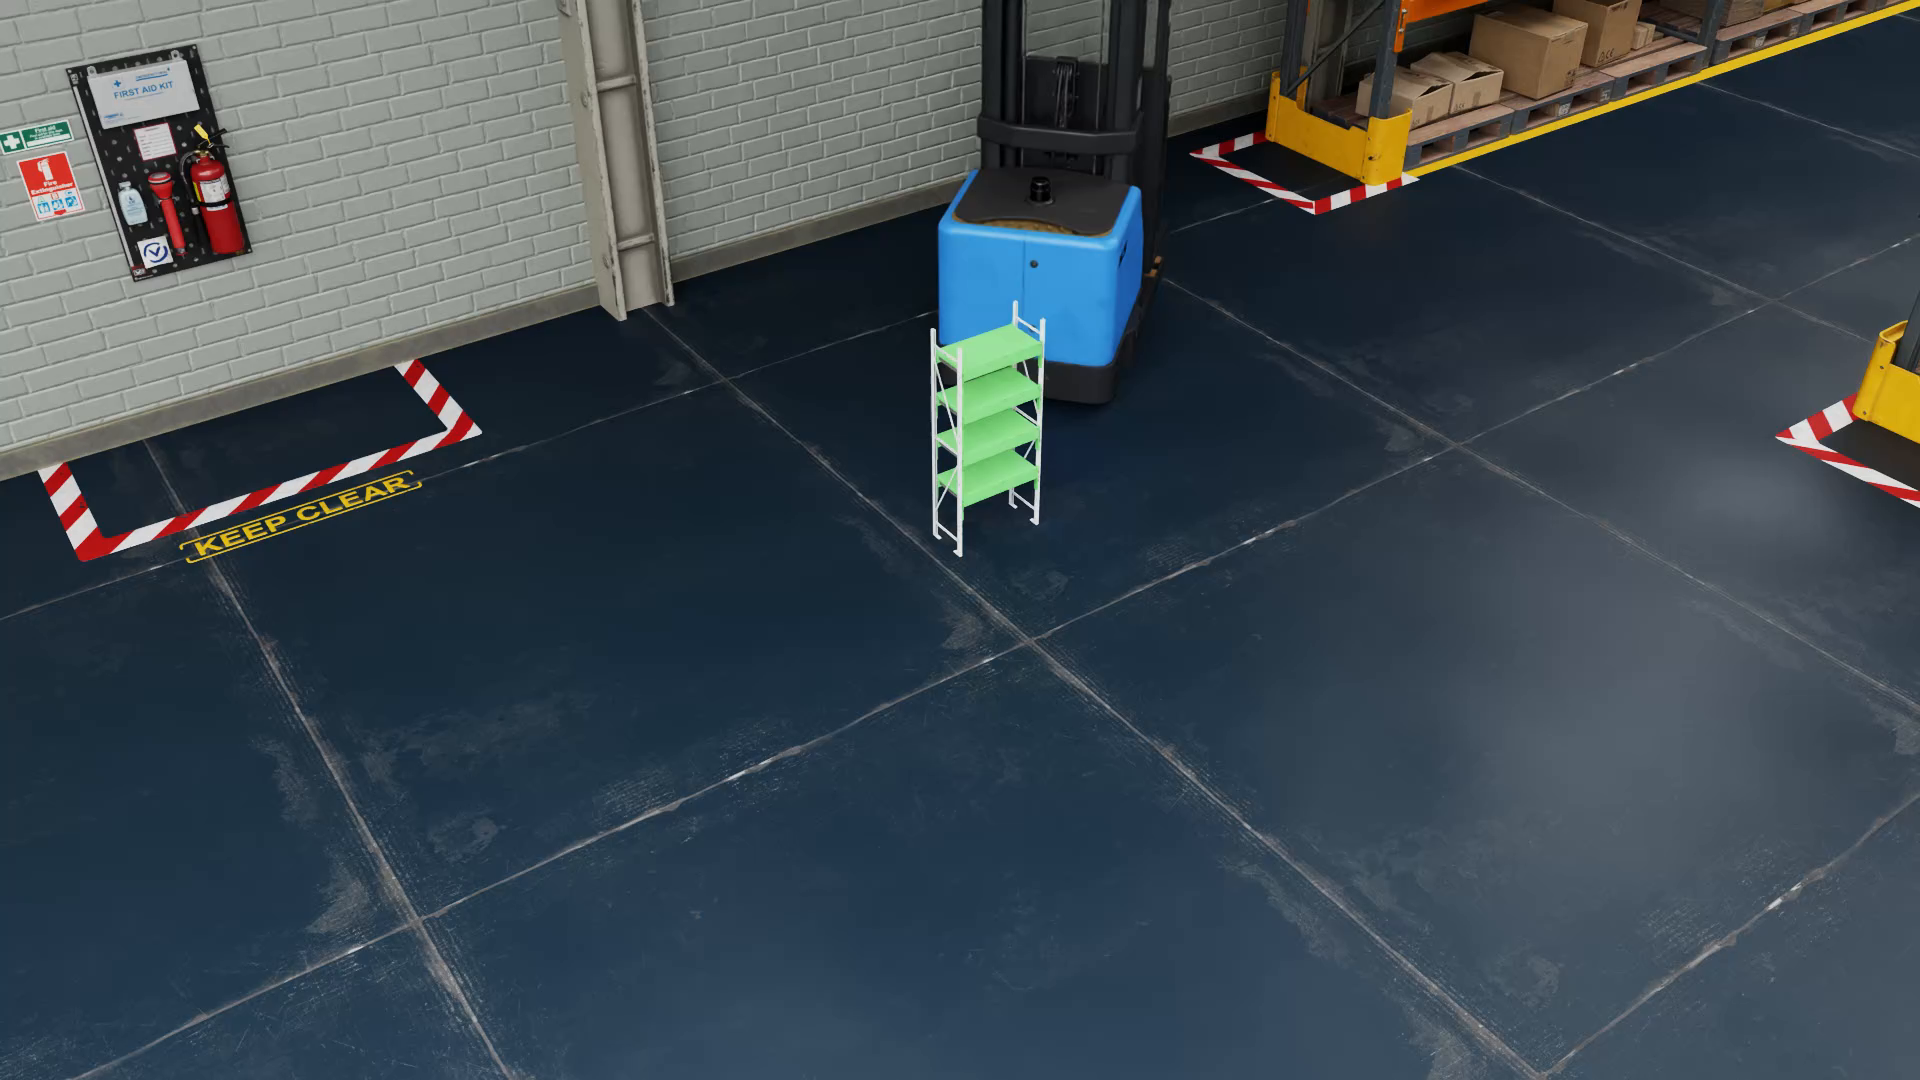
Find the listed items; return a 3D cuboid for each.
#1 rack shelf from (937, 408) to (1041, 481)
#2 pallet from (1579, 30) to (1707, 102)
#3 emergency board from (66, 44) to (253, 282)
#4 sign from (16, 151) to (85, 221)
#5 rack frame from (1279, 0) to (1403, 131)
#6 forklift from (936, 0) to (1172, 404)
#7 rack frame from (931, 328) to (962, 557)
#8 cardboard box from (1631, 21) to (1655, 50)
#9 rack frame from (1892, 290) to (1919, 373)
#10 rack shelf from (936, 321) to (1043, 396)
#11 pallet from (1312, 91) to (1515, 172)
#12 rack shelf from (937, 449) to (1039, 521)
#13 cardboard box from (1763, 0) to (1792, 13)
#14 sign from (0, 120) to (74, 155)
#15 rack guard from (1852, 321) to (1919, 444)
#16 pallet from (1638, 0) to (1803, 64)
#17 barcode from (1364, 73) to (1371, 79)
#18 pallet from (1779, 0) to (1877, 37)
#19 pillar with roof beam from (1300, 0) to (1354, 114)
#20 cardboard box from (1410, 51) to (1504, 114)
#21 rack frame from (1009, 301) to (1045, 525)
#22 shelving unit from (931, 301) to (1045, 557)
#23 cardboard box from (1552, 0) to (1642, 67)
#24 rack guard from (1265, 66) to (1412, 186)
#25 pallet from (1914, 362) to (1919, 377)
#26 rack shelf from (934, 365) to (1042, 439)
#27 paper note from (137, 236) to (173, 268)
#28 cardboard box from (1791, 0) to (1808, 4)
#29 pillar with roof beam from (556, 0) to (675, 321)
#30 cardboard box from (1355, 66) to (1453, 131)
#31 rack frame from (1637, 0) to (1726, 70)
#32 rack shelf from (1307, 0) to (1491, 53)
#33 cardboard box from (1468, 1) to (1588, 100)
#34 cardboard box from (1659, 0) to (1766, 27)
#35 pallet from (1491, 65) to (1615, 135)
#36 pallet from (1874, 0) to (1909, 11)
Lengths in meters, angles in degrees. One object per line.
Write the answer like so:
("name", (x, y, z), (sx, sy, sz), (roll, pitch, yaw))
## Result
("rack shelf", (0.135, -0.491, 8.328), (0.480, 0.148, 0.258), (-22, 41, -28))
("pallet", (5.497, -4.077, 14.052), (1.213, 0.211, 1.003), (-22, 41, -28))
("emergency board", (-4.116, -1.924, 8.669), (0.643, 1.169, 0.194), (-22, 41, -28))
("sign", (-4.628, -1.802, 8.469), (0.234, 0.329, 0.001), (-22, 41, -28))
("rack frame", (2.756, -4.107, 11.704), (0.127, 3.000, 1.000), (-22, 41, -28))
("forklift", (0.728, -2.827, 9.984), (1.130, 2.935, 3.031), (9, 37, 12))
("rack frame", (-0.064, -0.461, 8.176), (0.015, 1.200, 0.240), (-22, 41, -28))
("cardboard box", (5.606, -4.286, 14.004), (0.250, 0.166, 0.380), (-28, 44, -33))
("rack frame", (5.613, -1.744, 8.419), (0.127, 3.000, 1.000), (-22, 41, -28))
("rack shelf", (0.135, -0.881, 8.047), (0.480, 0.148, 0.258), (-22, 41, -28))
("pallet", (3.503, -3.257, 12.911), (1.213, 0.211, 1.003), (-22, 41, -28))
("rack shelf", (0.135, -0.296, 8.468), (0.480, 0.148, 0.258), (-22, 41, -28))
("cardboard box", (7.011, -5.069, 14.807), (0.500, 0.500, 0.700), (-23, 42, -29))
("sign", (-4.619, -2.014, 8.310), (0.331, 0.109, 0.001), (-22, 41, -28))
("rack guard", (5.593, -0.721, 9.138), (0.348, 0.500, 1.175), (-22, 41, -28))
("pallet", (6.661, -4.583, 14.754), (1.213, 0.211, 1.003), (-22, 41, -28))
("barcode", (3.158, -3.584, 12.896), (0.075, 0.075, 0.001), (-22, 41, -28))
("pallet", (7.659, -4.995, 15.328), (1.213, 0.211, 1.003), (-22, 41, -28))
("pillar with roof beam", (5.310, -5.136, 7.997), (0.400, 9.000, 9.100), (-22, 41, -28))
("cardboard box", (3.839, -3.575, 12.892), (0.500, 0.311, 0.500), (-19, 40, -24))
("rack frame", (0.335, -0.625, 8.405), (0.015, 1.200, 0.240), (-22, 41, -28))
("shelving unit", (0.135, -0.543, 8.290), (0.503, 1.200, 0.258), (-22, 41, -28))
("cardboard box", (5.200, -4.248, 13.665), (0.500, 0.500, 0.500), (-26, 43, -31))
("rack guard", (2.818, -3.118, 12.470), (0.348, 0.500, 1.175), (-22, 41, -28))
("pallet", (6.214, -0.889, 9.619), (1.213, 0.211, 1.003), (-22, 41, -28))
("rack shelf", (0.135, -0.686, 8.188), (0.480, 0.148, 0.258), (-22, 41, -28))
("paper note", (-4.301, -1.540, 8.890), (0.142, 0.148, 0.016), (-22, 41, -28))
("cardboard box", (7.452, -5.222, 15.019), (0.500, 0.500, 0.700), (-22, 41, -27))
("pillar with roof beam", (0.406, -3.118, 5.191), (0.400, 9.000, 9.100), (-22, 41, -28))
("cardboard box", (3.373, -3.384, 12.625), (0.500, 0.311, 0.500), (-28, 44, -33))
("rack frame", (6.026, -5.452, 13.575), (0.127, 3.000, 1.000), (-22, 41, -28))
("rack shelf", (4.391, -4.487, 12.850), (4.000, 0.370, 1.077), (-22, 41, -28))
("cardboard box", (4.468, -3.875, 13.146), (0.500, 0.500, 0.700), (-25, 43, -31))
("cardboard box", (6.618, -4.871, 14.532), (0.500, 0.500, 0.700), (-21, 41, -26))
("pallet", (4.499, -3.665, 13.478), (1.213, 0.211, 1.003), (-22, 41, -28))
("pallet", (8.656, -5.403, 15.896), (1.213, 0.211, 1.003), (-22, 41, -28))
